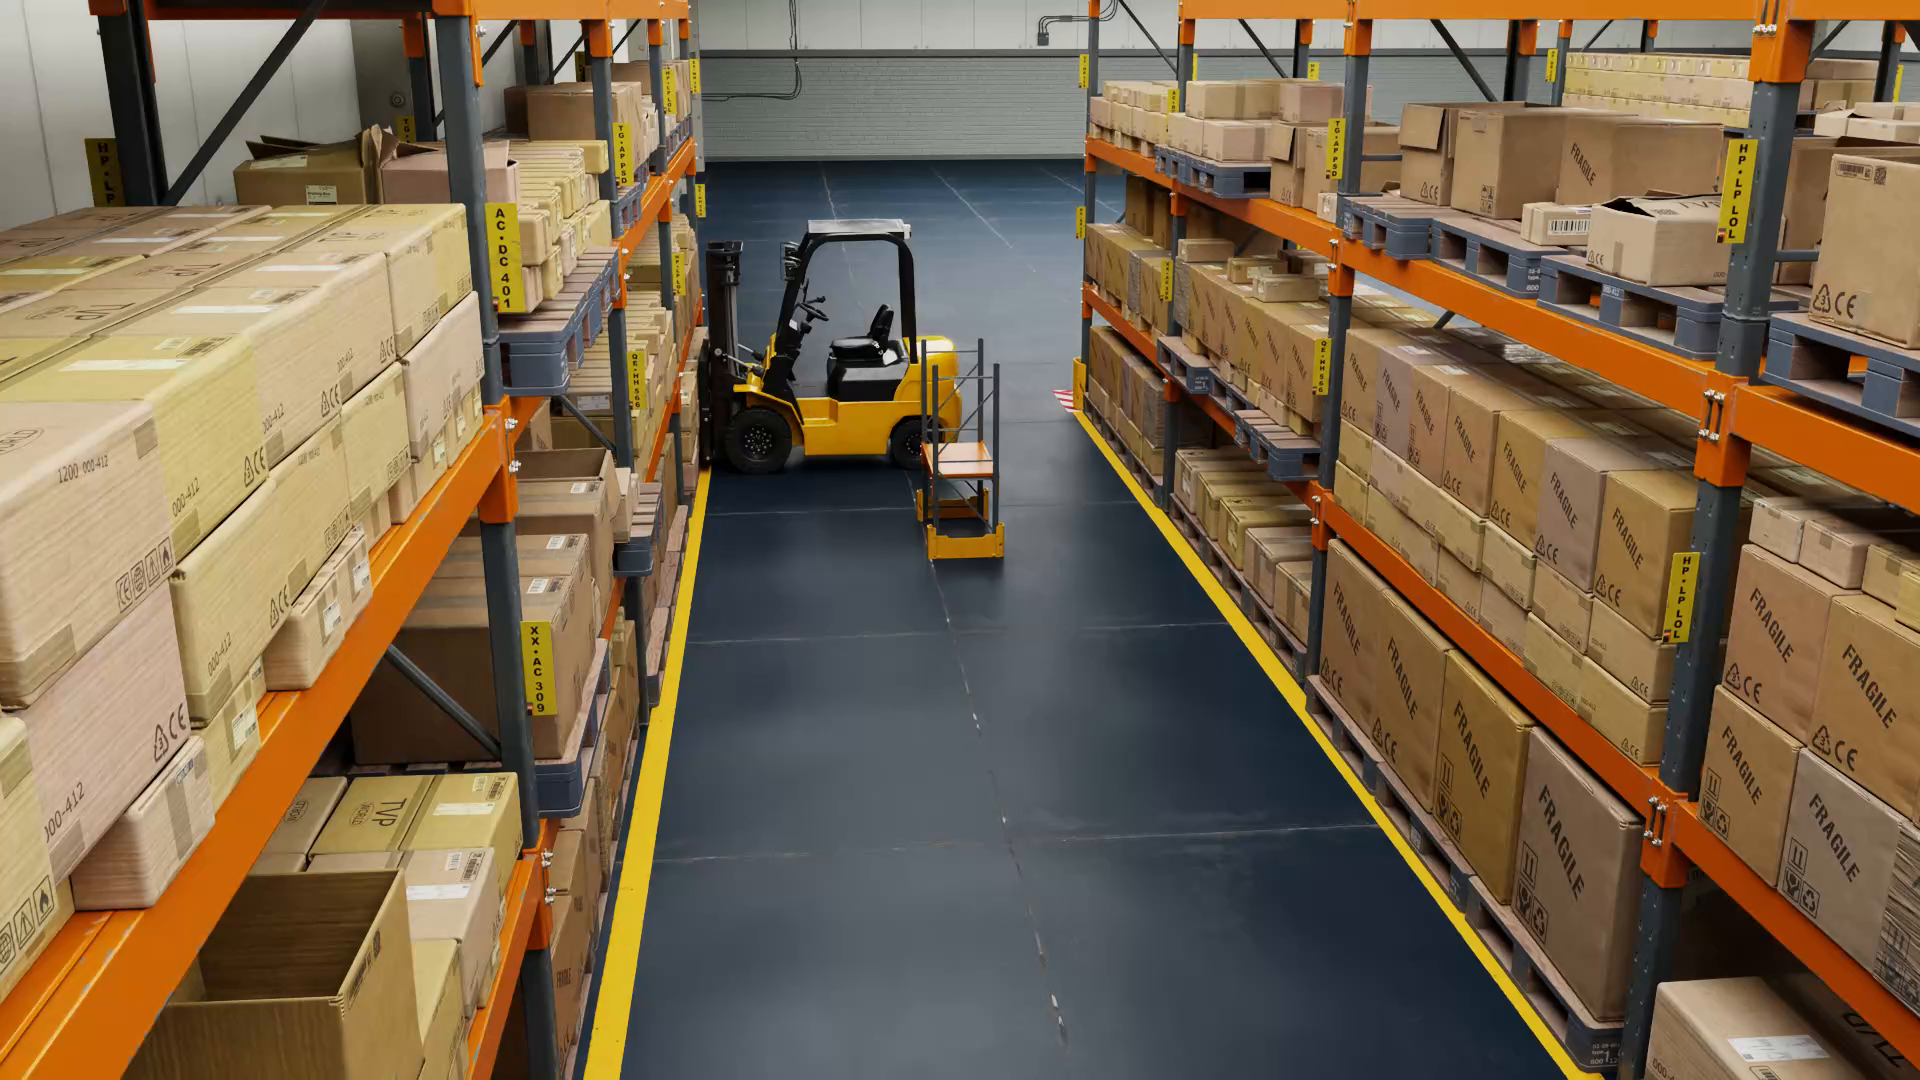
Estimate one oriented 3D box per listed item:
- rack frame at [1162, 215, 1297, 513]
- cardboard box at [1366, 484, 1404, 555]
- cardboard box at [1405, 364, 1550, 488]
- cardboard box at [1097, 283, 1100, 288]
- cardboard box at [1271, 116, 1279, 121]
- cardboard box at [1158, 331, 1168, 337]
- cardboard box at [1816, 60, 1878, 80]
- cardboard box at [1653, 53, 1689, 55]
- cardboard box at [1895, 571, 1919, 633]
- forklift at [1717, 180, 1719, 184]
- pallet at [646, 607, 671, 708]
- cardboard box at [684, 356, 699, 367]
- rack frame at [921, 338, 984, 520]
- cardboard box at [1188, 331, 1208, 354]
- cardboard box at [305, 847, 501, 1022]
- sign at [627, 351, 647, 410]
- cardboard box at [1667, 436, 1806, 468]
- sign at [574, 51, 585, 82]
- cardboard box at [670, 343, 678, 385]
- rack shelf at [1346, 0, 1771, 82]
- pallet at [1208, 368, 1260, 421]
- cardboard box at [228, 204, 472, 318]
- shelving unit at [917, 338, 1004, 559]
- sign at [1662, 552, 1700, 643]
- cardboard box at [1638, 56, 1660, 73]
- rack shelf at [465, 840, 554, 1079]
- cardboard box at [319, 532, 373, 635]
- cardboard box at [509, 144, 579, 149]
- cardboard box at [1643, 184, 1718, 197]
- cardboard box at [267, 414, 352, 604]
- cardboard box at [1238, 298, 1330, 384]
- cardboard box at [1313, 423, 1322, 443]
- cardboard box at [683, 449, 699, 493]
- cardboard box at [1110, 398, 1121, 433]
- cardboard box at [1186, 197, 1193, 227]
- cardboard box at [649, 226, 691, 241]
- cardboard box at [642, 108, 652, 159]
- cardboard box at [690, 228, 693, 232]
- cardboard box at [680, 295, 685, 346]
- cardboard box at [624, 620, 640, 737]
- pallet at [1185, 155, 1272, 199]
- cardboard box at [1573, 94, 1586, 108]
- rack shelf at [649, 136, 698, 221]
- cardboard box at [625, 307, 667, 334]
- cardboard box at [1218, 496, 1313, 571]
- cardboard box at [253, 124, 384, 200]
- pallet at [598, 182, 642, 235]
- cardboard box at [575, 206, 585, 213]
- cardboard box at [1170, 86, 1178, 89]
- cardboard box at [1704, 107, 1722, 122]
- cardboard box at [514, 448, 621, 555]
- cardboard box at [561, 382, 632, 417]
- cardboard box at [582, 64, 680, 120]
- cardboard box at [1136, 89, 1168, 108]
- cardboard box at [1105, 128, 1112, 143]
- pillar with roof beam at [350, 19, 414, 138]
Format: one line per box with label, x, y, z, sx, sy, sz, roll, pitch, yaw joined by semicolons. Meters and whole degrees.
rack frame;2.202;-1.689;13.549;1.000;3.000;0.127;-2;18;-6
cardboard box;2.486;-0.120;8.800;0.500;0.250;0.500;-2;18;-7
cardboard box;2.521;-0.565;8.134;0.500;0.500;0.500;-1;17;-4
cardboard box;1.619;-2.653;17.040;0.380;0.149;0.250;-2;18;-5
cardboard box;2.454;-2.928;12.038;0.500;0.250;0.500;-2;17;-5
cardboard box;1.866;-1.655;13.861;0.380;0.149;0.250;-2;18;-6
cardboard box;7.416;-3.931;13.902;0.380;0.149;0.250;-2;18;-5
cardboard box;7.126;-4.763;16.552;0.380;0.149;0.250;-1;17;-5
cardboard box;2.877;0.189;4.648;0.380;0.149;0.250;-2;18;-6
forklift;5.327;-1.105;11.805;3.031;2.935;1.130;-16;23;-41
pallet;-2.368;0.741;10.463;1.003;0.211;1.213;-2;18;-6
cardboard box;-2.624;-1.511;15.202;0.500;0.250;0.500;-2;18;-7
rack frame;-0.061;-0.892;13.516;0.500;1.500;0.032;-2;18;-6
cardboard box;1.962;-1.520;12.730;0.380;0.149;0.250;-1;17;-5
cardboard box;-1.548;1.072;4.509;0.500;0.250;0.500;-2;18;-5
sign;-1.783;-0.877;9.161;0.100;0.325;0.005;-2;18;-6
cardboard box;3.188;-0.121;6.718;0.500;0.500;0.500;-2;18;-6
sign;-3.700;-4.597;16.212;0.100;0.325;0.005;-2;18;-6
cardboard box;-2.422;-1.321;12.627;0.500;0.250;0.500;-1;17;-4
rack shelf;2.821;-2.229;7.124;1.077;0.370;4.000;-2;18;-6
pallet;2.370;-0.994;11.656;1.003;0.211;1.213;-2;18;-6
cardboard box;-1.618;-0.748;4.463;0.500;0.250;0.500;-2;18;-5
shelving unit;-0.008;-0.738;13.025;0.587;1.500;1.083;-2;18;-6
sign;2.489;0.200;5.732;0.100;0.325;0.005;-2;18;-6
cardboard box;6.577;-4.439;15.521;0.380;0.149;0.250;-2;17;-5
rack shelf;-1.703;1.788;3.674;1.077;0.370;4.000;-2;18;-6
cardboard box;-1.390;0.094;3.283;0.380;0.149;0.250;-1;17;-5
cardboard box;-2.070;-1.859;8.172;0.380;0.149;0.250;-2;18;-8
cardboard box;3.187;-1.428;7.233;0.396;0.266;0.258;0;17;-1
cardboard box;-1.460;-0.058;3.101;0.500;0.250;0.500;-2;18;-7
cardboard box;2.174;-1.318;11.003;0.500;0.500;0.500;-3;18;-9
cardboard box;2.347;-0.668;10.015;0.380;0.149;0.250;-1;17;-4
cardboard box;-2.455;-0.577;13.897;0.500;0.250;0.500;-2;18;-5
cardboard box;1.712;-1.206;15.899;0.500;0.250;0.500;-1;17;-2
cardboard box;2.317;-2.797;14.744;0.700;0.500;0.500;-2;18;-7
cardboard box;-2.701;-2.825;15.420;0.380;0.149;0.250;-1;17;-4
cardboard box;-2.338;-2.734;11.151;0.500;0.311;0.500;-2;18;-8
cardboard box;-2.833;-2.989;16.439;0.380;0.149;0.250;-2;17;-5
cardboard box;-2.591;-1.877;13.981;0.500;0.500;0.500;-1;17;-5
cardboard box;-2.065;0.769;9.192;0.500;0.500;0.500;-1;17;-4
pallet;2.270;-2.534;11.547;1.213;0.211;1.003;-2;18;-6
cardboard box;6.446;-4.435;16.839;0.380;0.149;0.250;-2;18;-5
rack shelf;-2.941;-3.218;14.613;1.077;0.370;4.000;-2;18;-6
cardboard box;-2.302;-1.572;11.925;0.380;0.149;0.250;-2;18;-7
cardboard box;2.410;-0.058;12.040;0.950;0.372;0.625;-1;17;-4
cardboard box;-2.069;-1.217;5.400;0.396;0.266;0.258;-2;18;-6
pallet;-2.481;-1.883;9.475;1.213;0.211;1.003;-1;17;-3
cardboard box;-1.729;-1.269;6.754;0.380;0.149;0.250;-1;17;-4
cardboard box;2.145;-4.098;15.303;0.380;0.149;0.250;-2;18;-7
cardboard box;6.705;-3.682;14.441;0.380;0.149;0.250;-2;17;-5
cardboard box;-1.970;-0.112;7.651;0.797;0.503;0.637;-2;18;-7
cardboard box;-2.062;-0.804;9.480;0.380;0.149;0.250;-1;17;-4
cardboard box;-2.831;-3.847;14.373;0.797;0.503;0.637;-1;17;-4
cardboard box;1.752;-3.853;14.522;0.380;0.149;0.250;-2;17;-5
cardboard box;1.610;-3.928;16.091;0.380;0.149;0.250;-1;17;-4
pillar with roof beam;0.929;-3.698;9.934;9.100;9.000;0.400;-2;18;-6
